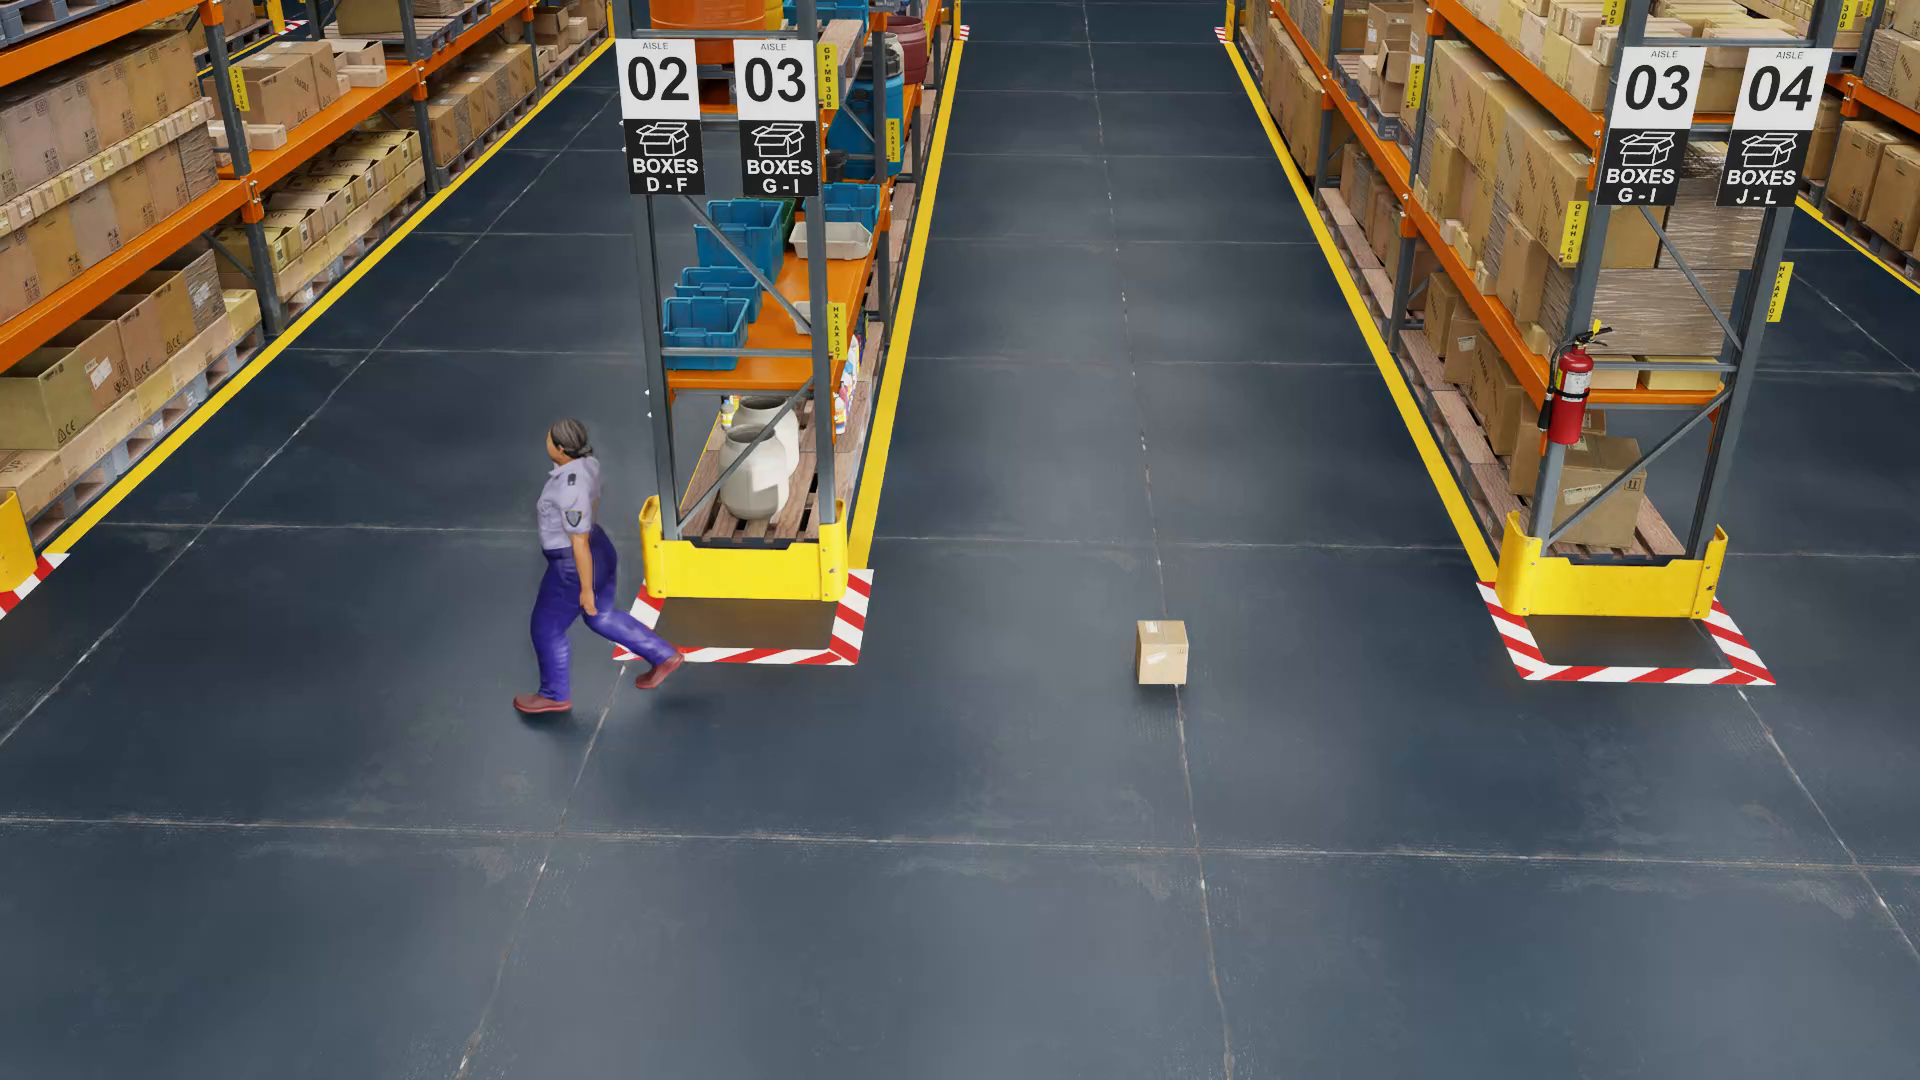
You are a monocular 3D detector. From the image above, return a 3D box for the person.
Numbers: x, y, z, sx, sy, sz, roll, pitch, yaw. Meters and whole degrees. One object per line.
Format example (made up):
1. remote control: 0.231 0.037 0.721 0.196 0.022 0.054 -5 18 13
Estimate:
1. person: -1.887 0.123 8.407 0.882 1.593 0.510 0 28 1
